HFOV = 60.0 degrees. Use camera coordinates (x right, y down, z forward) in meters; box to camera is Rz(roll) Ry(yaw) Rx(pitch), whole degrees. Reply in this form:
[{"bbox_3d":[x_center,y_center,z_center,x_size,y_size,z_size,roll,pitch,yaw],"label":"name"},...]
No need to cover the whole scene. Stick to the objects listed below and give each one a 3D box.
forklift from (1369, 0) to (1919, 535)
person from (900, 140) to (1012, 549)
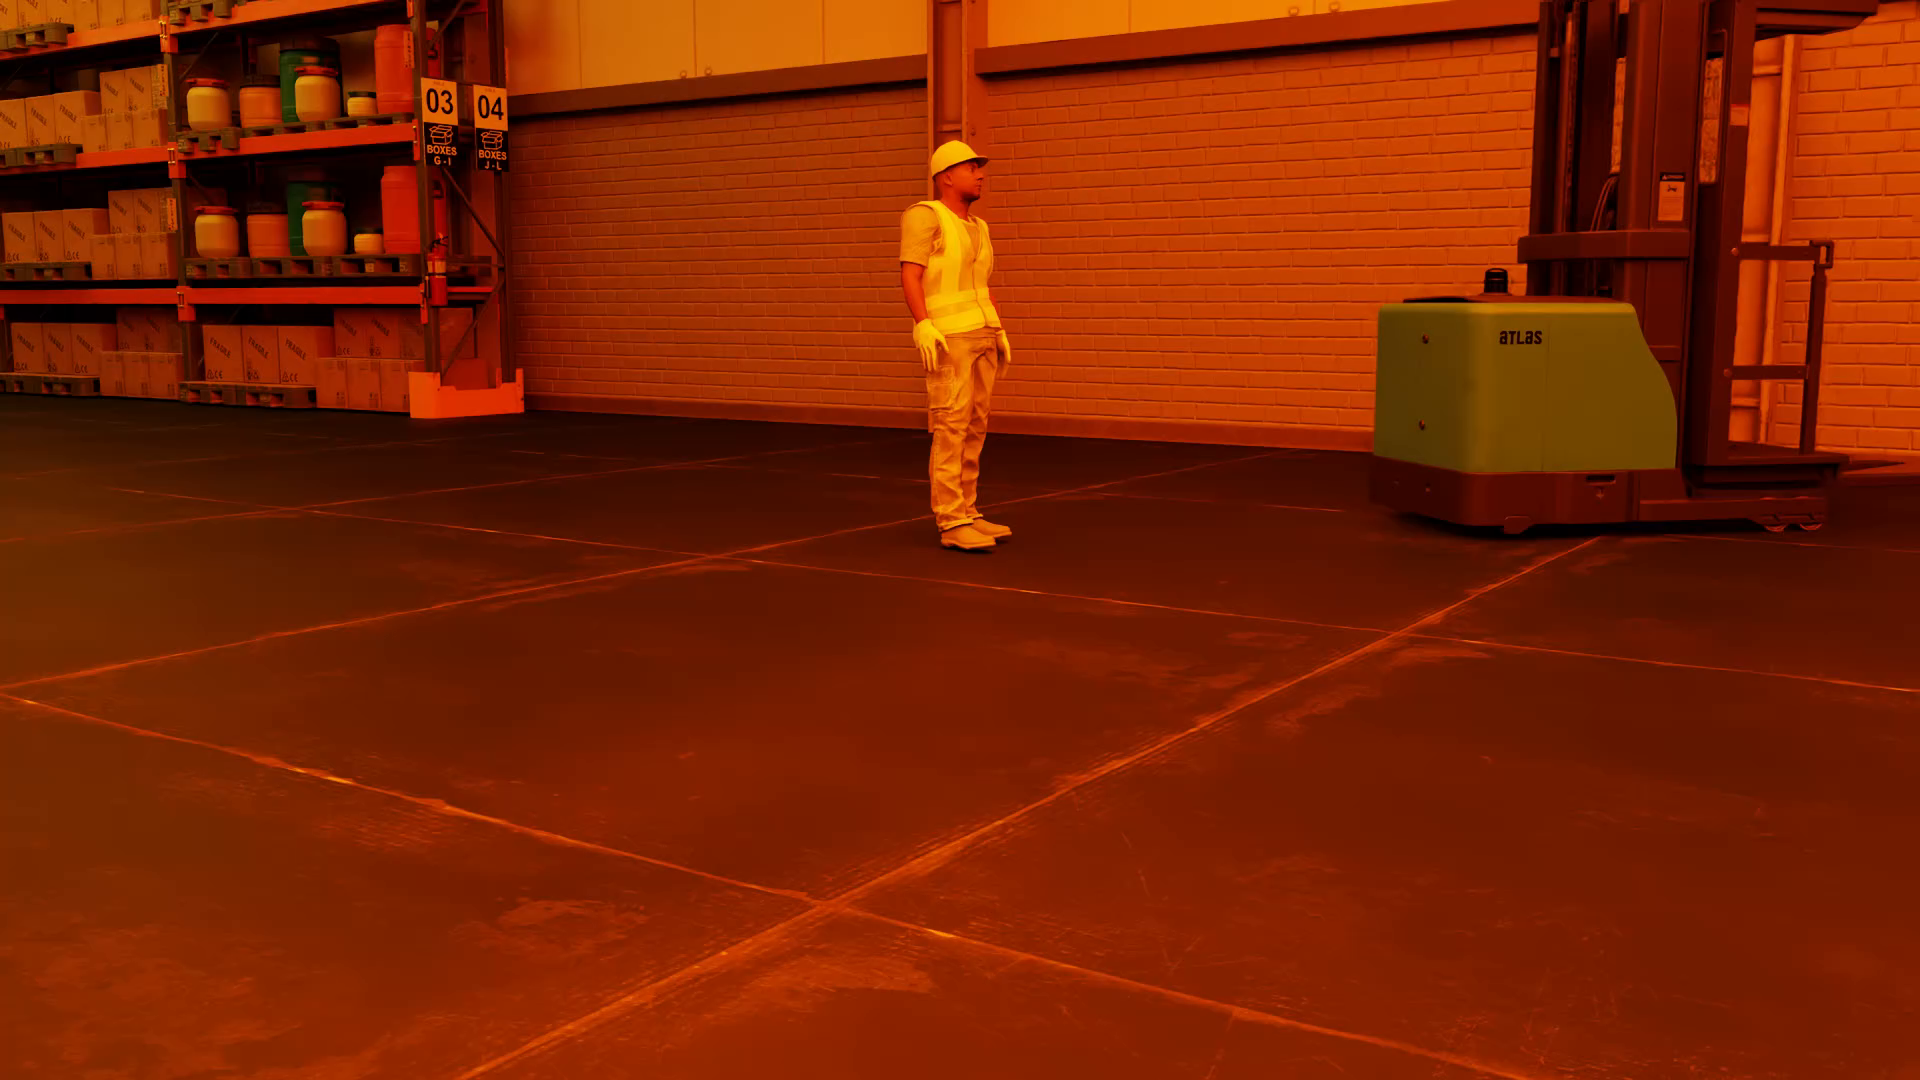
[{"bbox_3d":[3.651,-1.559,8.158,3.031,2.935,1.130,-2,8,-13],"label":"forklift"},{"bbox_3d":[0.054,-0.883,7.430,0.577,1.782,0.656,5,10,34],"label":"person"}]
